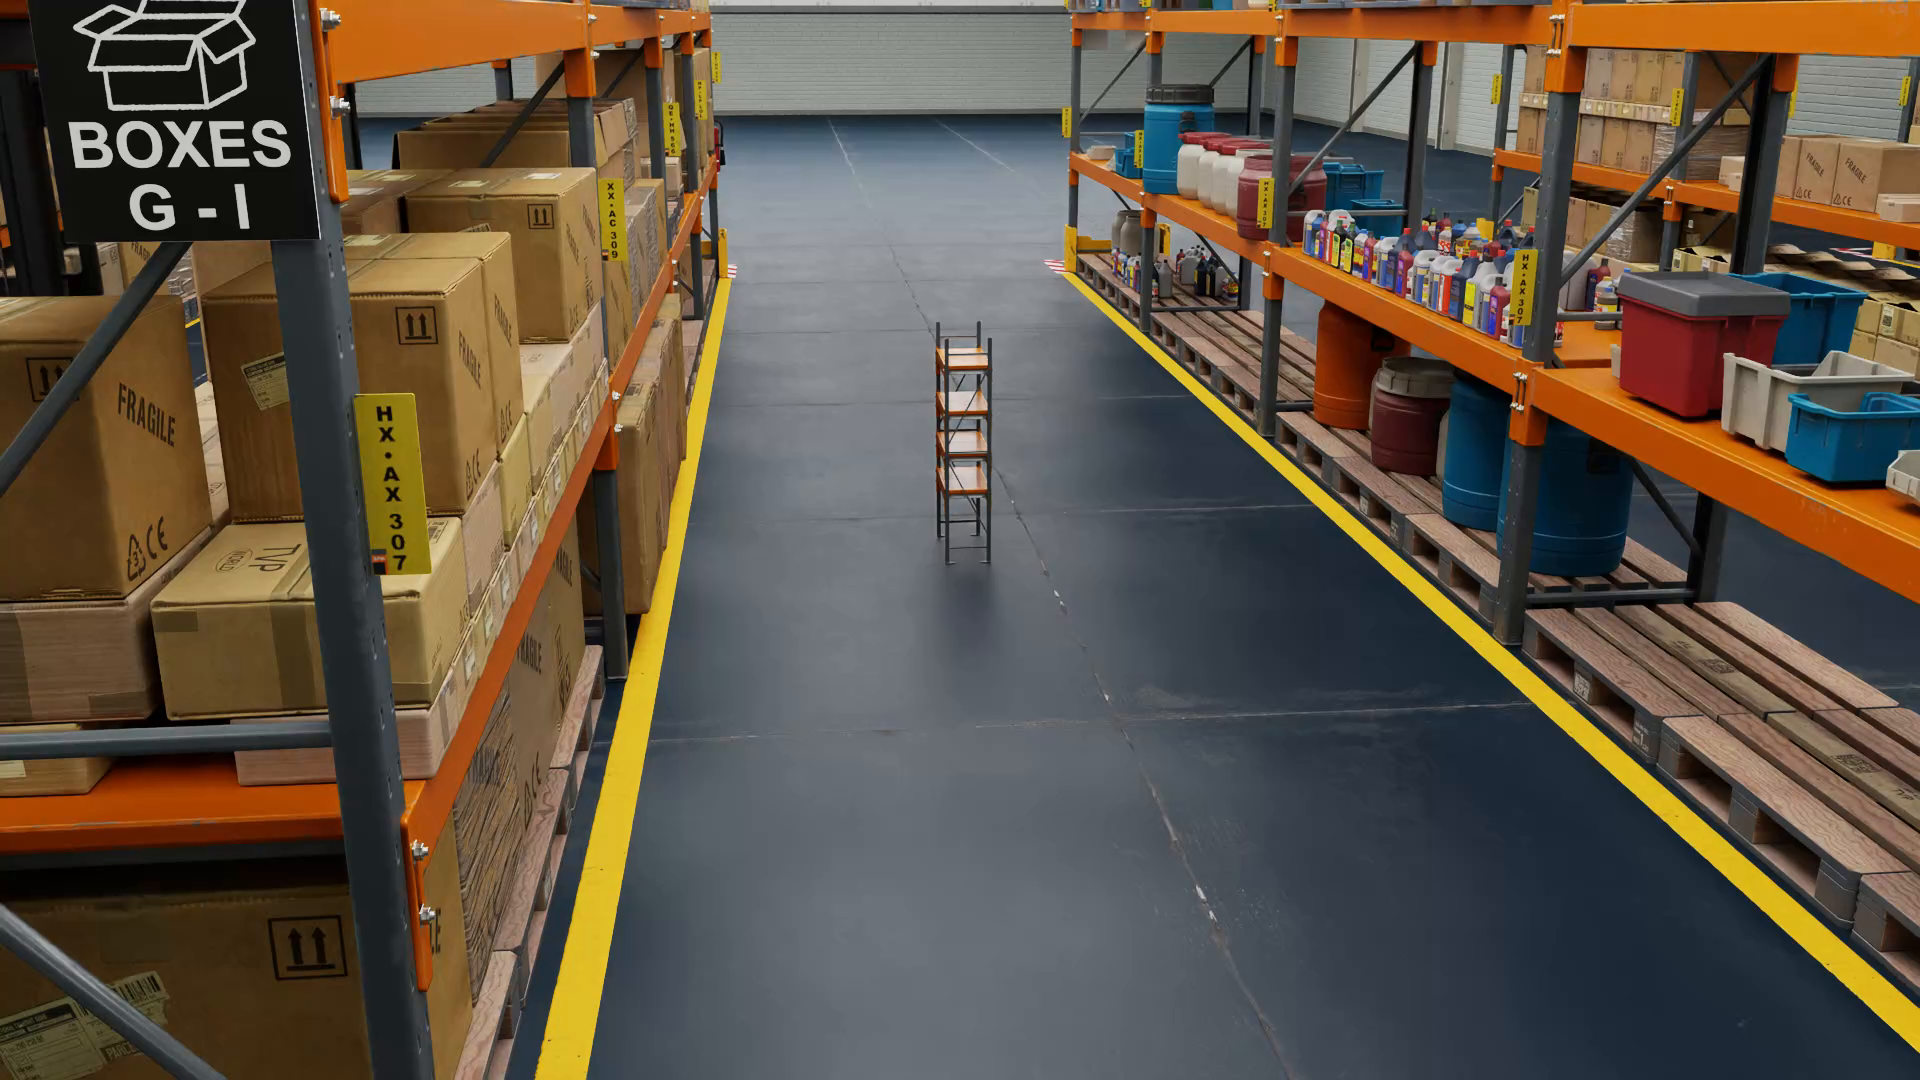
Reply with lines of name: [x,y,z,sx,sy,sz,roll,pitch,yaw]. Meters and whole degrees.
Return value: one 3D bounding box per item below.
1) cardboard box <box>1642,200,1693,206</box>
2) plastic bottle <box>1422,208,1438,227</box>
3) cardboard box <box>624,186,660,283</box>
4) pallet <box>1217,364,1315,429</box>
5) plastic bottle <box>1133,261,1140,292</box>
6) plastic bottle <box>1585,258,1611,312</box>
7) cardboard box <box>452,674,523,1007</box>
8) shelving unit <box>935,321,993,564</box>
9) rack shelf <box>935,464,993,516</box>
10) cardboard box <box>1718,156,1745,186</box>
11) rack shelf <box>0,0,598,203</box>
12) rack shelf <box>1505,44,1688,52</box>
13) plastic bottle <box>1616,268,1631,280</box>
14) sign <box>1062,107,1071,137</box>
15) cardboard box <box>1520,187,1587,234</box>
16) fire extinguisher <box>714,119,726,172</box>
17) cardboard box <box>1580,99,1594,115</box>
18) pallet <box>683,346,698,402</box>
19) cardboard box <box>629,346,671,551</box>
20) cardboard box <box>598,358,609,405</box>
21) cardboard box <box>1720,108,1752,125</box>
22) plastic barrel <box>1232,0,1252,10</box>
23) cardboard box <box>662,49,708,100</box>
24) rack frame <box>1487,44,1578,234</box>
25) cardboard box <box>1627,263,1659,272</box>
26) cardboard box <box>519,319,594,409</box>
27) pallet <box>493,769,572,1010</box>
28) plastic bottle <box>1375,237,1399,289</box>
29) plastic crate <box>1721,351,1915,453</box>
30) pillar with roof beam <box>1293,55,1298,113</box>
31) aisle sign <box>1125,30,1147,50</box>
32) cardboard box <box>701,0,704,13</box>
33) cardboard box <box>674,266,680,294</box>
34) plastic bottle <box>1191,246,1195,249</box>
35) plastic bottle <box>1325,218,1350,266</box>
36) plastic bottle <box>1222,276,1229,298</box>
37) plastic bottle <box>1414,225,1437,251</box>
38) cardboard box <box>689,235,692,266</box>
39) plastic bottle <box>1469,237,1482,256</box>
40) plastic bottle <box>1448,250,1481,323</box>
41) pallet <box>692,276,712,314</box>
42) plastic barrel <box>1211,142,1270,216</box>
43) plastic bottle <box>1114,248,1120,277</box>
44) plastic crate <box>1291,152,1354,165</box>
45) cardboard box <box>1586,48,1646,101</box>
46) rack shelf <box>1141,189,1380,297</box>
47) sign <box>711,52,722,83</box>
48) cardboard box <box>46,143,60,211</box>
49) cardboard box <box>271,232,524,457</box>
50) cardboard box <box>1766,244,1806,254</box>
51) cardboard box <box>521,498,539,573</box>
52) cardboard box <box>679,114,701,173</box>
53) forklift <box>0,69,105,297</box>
cardboard box: [7.239,-3.200,17.000,0.500,0.500,0.500,-2,18,-6]
plastic bottle: [3.030,-2.002,10.740,0.061,0.283,0.133,-2,18,-6]
cardboard box: [-2.020,-1.771,9.644,0.500,0.500,0.500,-2,18,-6]
pallet: [2.522,-1.066,12.221,1.003,0.211,1.213,-2,18,-6]
plastic bottle: [1.720,-2.558,16.117,0.061,0.283,0.133,-1,17,-2]
plastic bottle: [3.271,-1.304,8.518,0.061,0.283,0.133,-2,18,-6]
cardboard box: [-1.777,0.726,4.703,0.875,0.875,0.875,-2,18,-6]
shelving unit: [0.017,-0.523,8.840,0.258,1.200,0.503,-2,18,-6]
rack shelf: [0.017,-0.270,8.920,0.258,0.148,0.480,-2,18,-6]
cardboard box: [7.173,-3.291,14.904,0.500,0.250,0.500,-1,17,-2]
rack shelf: [-1.744,-1.312,4.541,1.077,0.370,4.000,-2,18,-6]
rack shelf: [6.872,-5.192,16.900,1.077,0.370,4.000,-2,18,-6]
plastic bottle: [3.285,-1.206,8.224,0.097,0.271,0.097,0,17,0]
sign: [1.191,-4.664,18.565,0.100,0.325,0.005,-2,18,-6]
cardboard box: [6.553,-3.631,18.371,0.500,0.500,0.500,-2,18,-6]
fire extinguisher: [-2.741,-4.407,18.334,0.296,0.674,0.183,-2,18,-6]
cardboard box: [6.650,-4.476,17.175,0.380,0.149,0.250,-2,18,-5]
pallet: [-2.565,-1.277,12.891,1.003,0.211,1.213,-2,18,-6]
cardboard box: [-2.129,-0.463,8.489,1.225,0.875,0.875,-2,18,-8]
cardboard box: [-1.593,-0.619,6.561,0.380,0.149,0.250,-2,18,-5]
cardboard box: [7.243,-3.952,15.506,0.380,0.149,0.250,-2,18,-6]
plastic barrel: [2.487,-4.687,13.254,0.600,0.901,0.600,0,17,0]
cardboard box: [-2.779,-4.608,16.513,0.500,0.500,0.500,-2,18,-6]
rack frame: [6.666,-4.700,19.140,1.000,3.000,0.127,-2,18,-6]
cardboard box: [6.813,-2.528,16.112,0.500,0.250,0.500,-2,18,-6]
cardboard box: [-1.588,-0.613,5.875,0.500,0.250,0.500,-1,17,-4]
pallet: [-1.821,1.104,5.309,1.003,0.211,1.213,-2,18,-6]
plastic bottle: [2.430,-1.553,9.324,0.152,0.276,0.135,-2,18,-6]
plastic crate: [2.951,-0.484,5.810,0.437,0.282,0.530,-2,18,-6]
pillar with roof beam: [5.149,-16.340,46.200,9.100,9.000,0.400,-2,18,-6]
aisle sign: [2.027,-5.819,18.364,0.394,0.787,0.004,-2,18,-6]
cardboard box: [-2.787,-5.317,16.349,0.500,0.250,0.500,-1,17,-4]
cardboard box: [-2.733,-2.037,14.096,0.700,0.500,0.500,-3,18,-10]
plastic bottle: [2.394,-2.894,17.188,0.061,0.283,0.133,-1,17,-4]
plastic bottle: [2.335,-1.829,10.201,0.152,0.276,0.135,-2,18,-6]
plastic bottle: [2.533,-2.400,15.752,0.097,0.201,0.097,0,17,0]
plastic bottle: [2.580,-1.586,9.304,0.144,0.351,0.185,-2,18,-6]
cardboard box: [-3.044,-3.039,17.322,0.500,0.500,0.500,3,18,9]
plastic bottle: [3.098,-1.714,9.960,0.097,0.201,0.097,0,17,0]
plastic bottle: [2.537,-1.268,8.291,0.144,0.351,0.185,-2,18,-6]
pallet: [-3.009,-2.436,16.585,1.003,0.211,1.213,-2,18,-6]
plastic barrel: [2.152,-2.782,12.803,0.433,0.535,0.433,0,17,0]
plastic bottle: [1.621,-2.844,17.029,0.061,0.283,0.133,-1,17,-5]
plastic crate: [2.701,-2.686,12.618,0.402,0.464,0.583,-2,18,-6]
cardboard box: [6.871,-4.756,16.984,0.700,0.500,0.500,-2,18,-6]
rack shelf: [2.358,-2.417,13.070,1.077,0.370,4.000,-2,18,-6]
sign: [-2.634,-5.109,17.984,0.100,0.325,0.005,-2,18,-6]
cardboard box: [-7.347,-2.830,13.017,0.500,0.500,0.500,-2,18,-6]
cardboard box: [-1.430,-0.511,4.298,0.500,0.500,0.500,-2,18,-7]
cardboard box: [7.405,-2.553,15.253,0.500,0.311,0.500,-2,18,-6]
cardboard box: [-1.381,-0.007,4.612,0.380,0.149,0.250,-2,18,-6]
cardboard box: [-2.760,-3.529,14.746,0.875,0.500,0.500,-2,18,-6]
forklift: [-4.616,-1.127,7.873,1.130,2.935,3.031,-6,18,-18]
